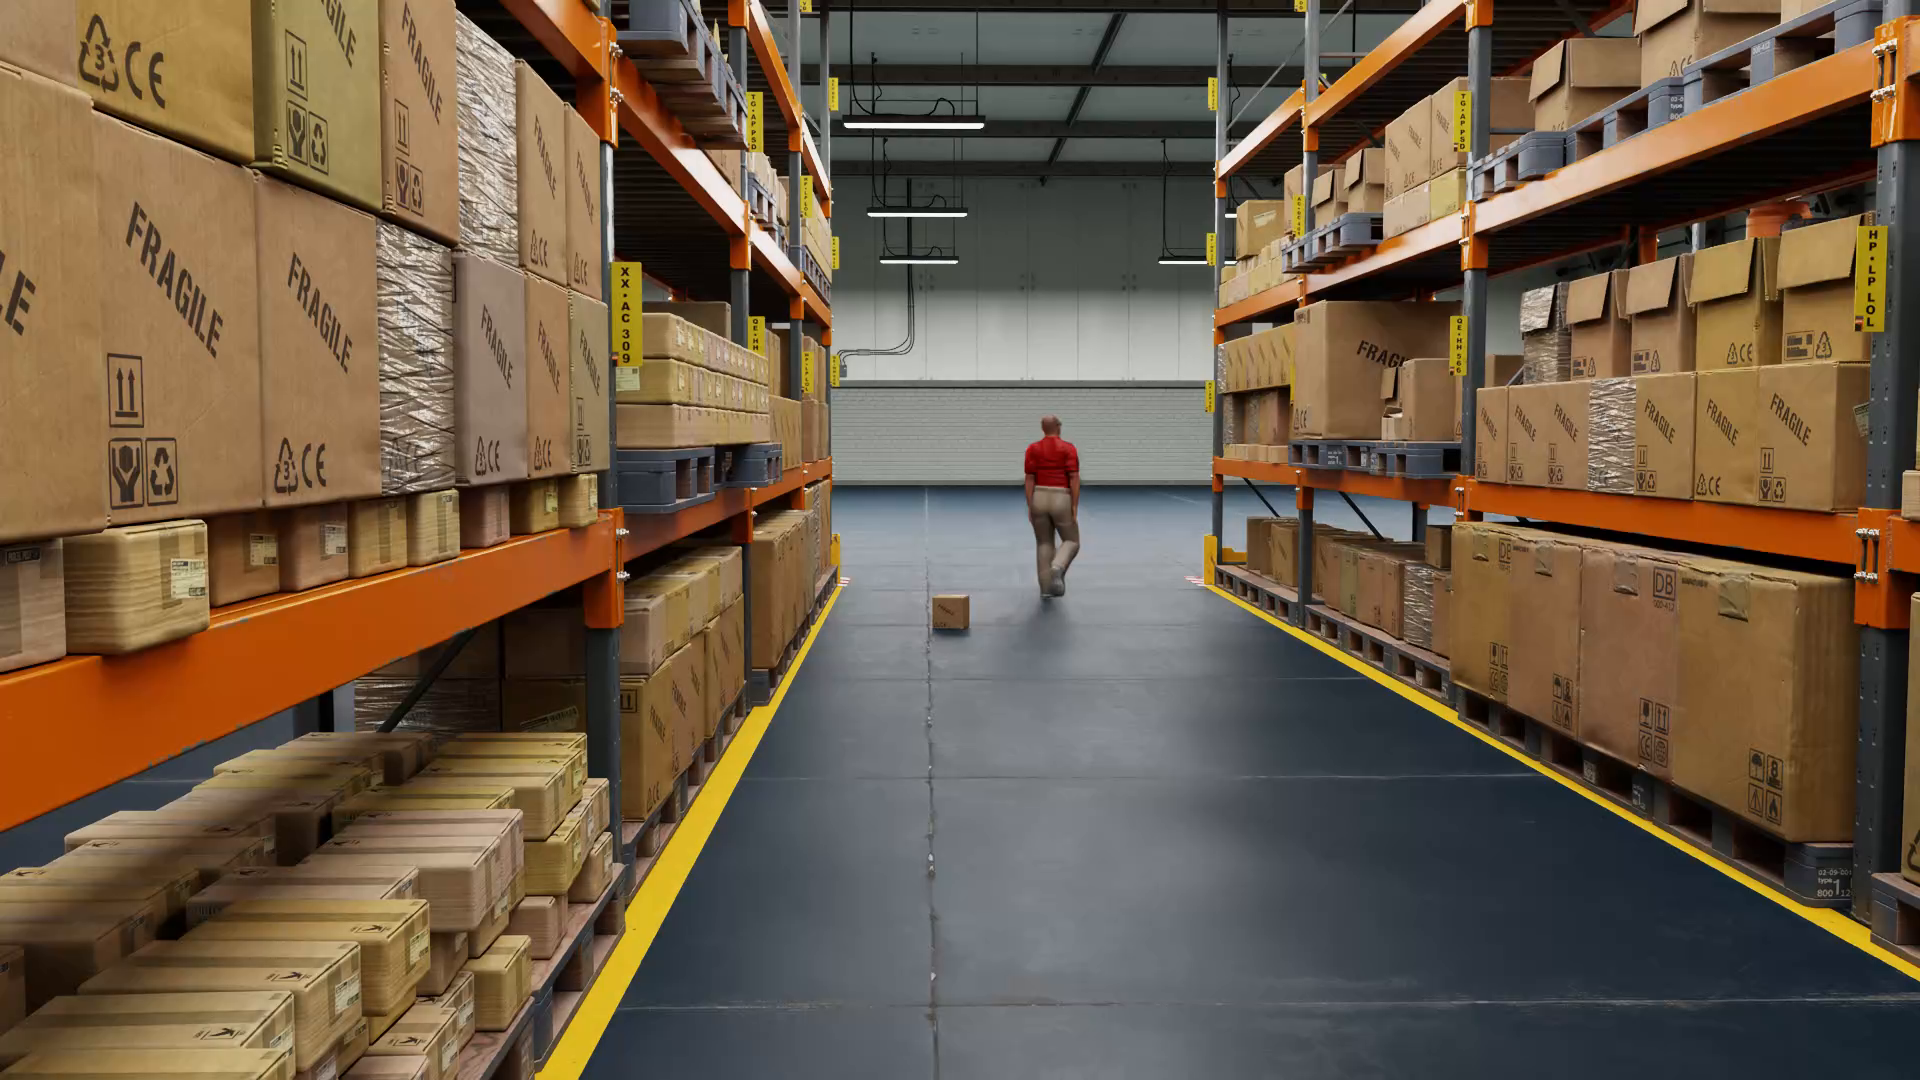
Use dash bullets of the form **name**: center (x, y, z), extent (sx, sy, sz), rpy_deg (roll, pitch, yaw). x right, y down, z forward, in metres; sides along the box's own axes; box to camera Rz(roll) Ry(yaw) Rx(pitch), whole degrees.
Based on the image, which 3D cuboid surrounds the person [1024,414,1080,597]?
- **person**: center (0.860, -0.313, 15.426), extent (0.534, 1.704, 0.588), rpy_deg (1, 4, 18)
